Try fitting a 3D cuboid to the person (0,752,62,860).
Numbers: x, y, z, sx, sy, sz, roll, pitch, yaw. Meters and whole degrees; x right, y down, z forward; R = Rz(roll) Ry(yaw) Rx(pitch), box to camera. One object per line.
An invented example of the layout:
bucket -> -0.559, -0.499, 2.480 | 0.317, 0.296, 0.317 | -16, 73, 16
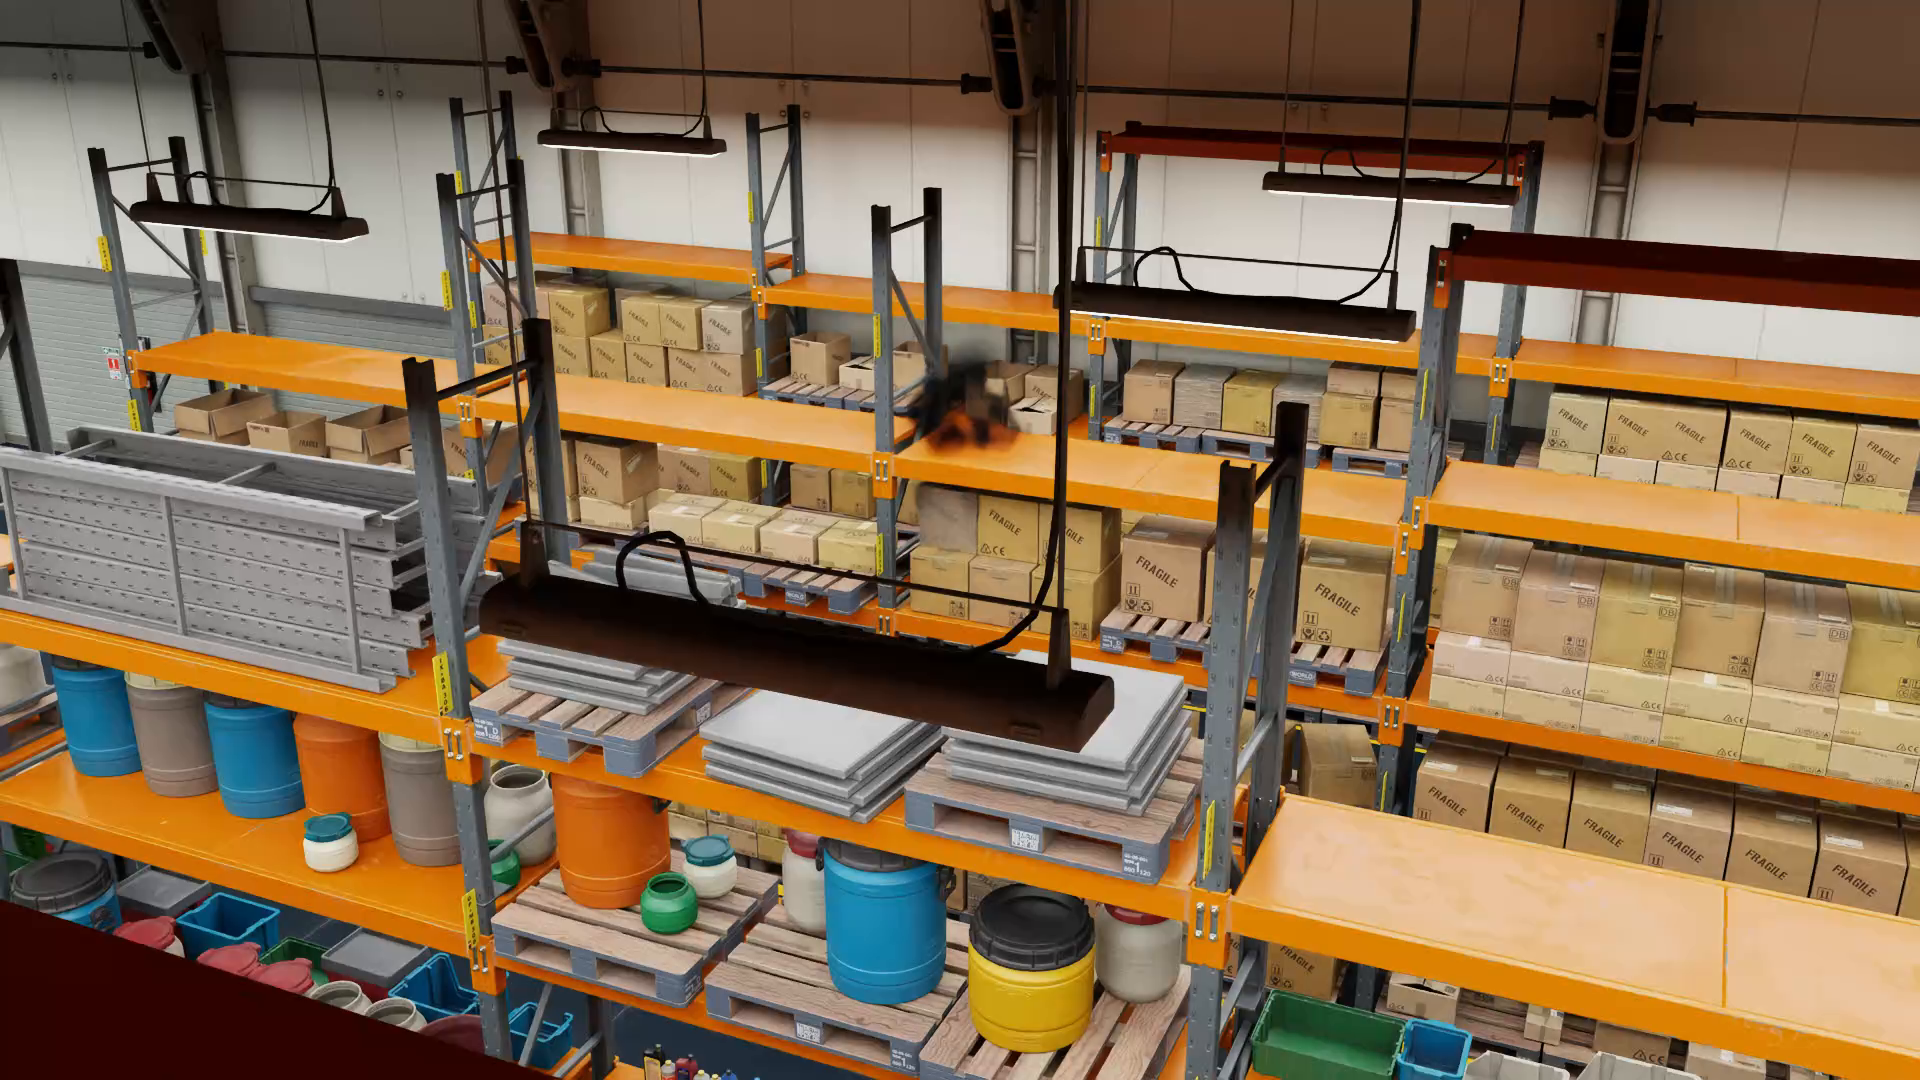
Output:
person -> -7.860, 2.294, 14.038 | 0.731, 1.742, 0.645 | 8, 22, 20
